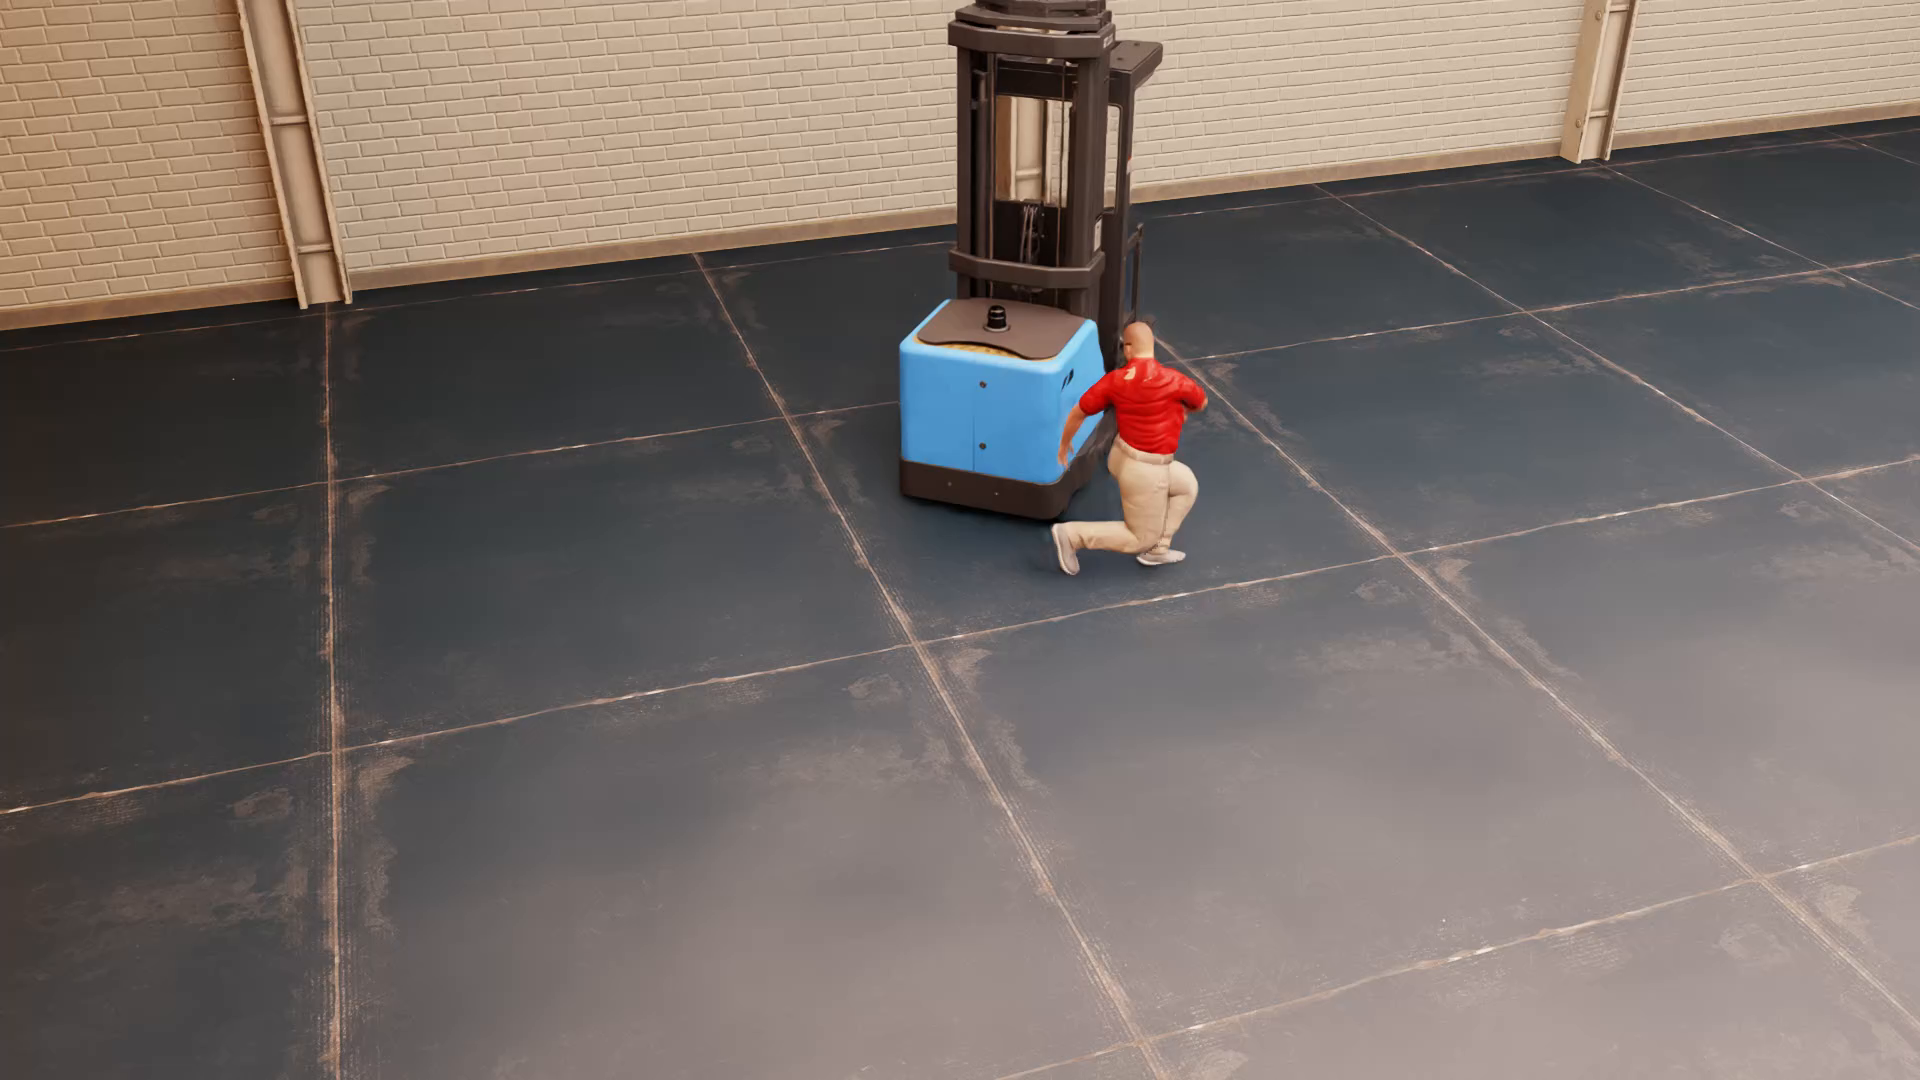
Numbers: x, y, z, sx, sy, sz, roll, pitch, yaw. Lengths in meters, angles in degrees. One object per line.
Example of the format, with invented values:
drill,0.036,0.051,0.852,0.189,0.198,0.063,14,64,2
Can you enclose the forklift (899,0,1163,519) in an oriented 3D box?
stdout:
forklift,0.618,-2.116,10.764,1.130,2.935,3.031,11,32,18

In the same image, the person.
person,0.955,-0.499,9.461,0.907,1.507,0.646,-11,32,-18
